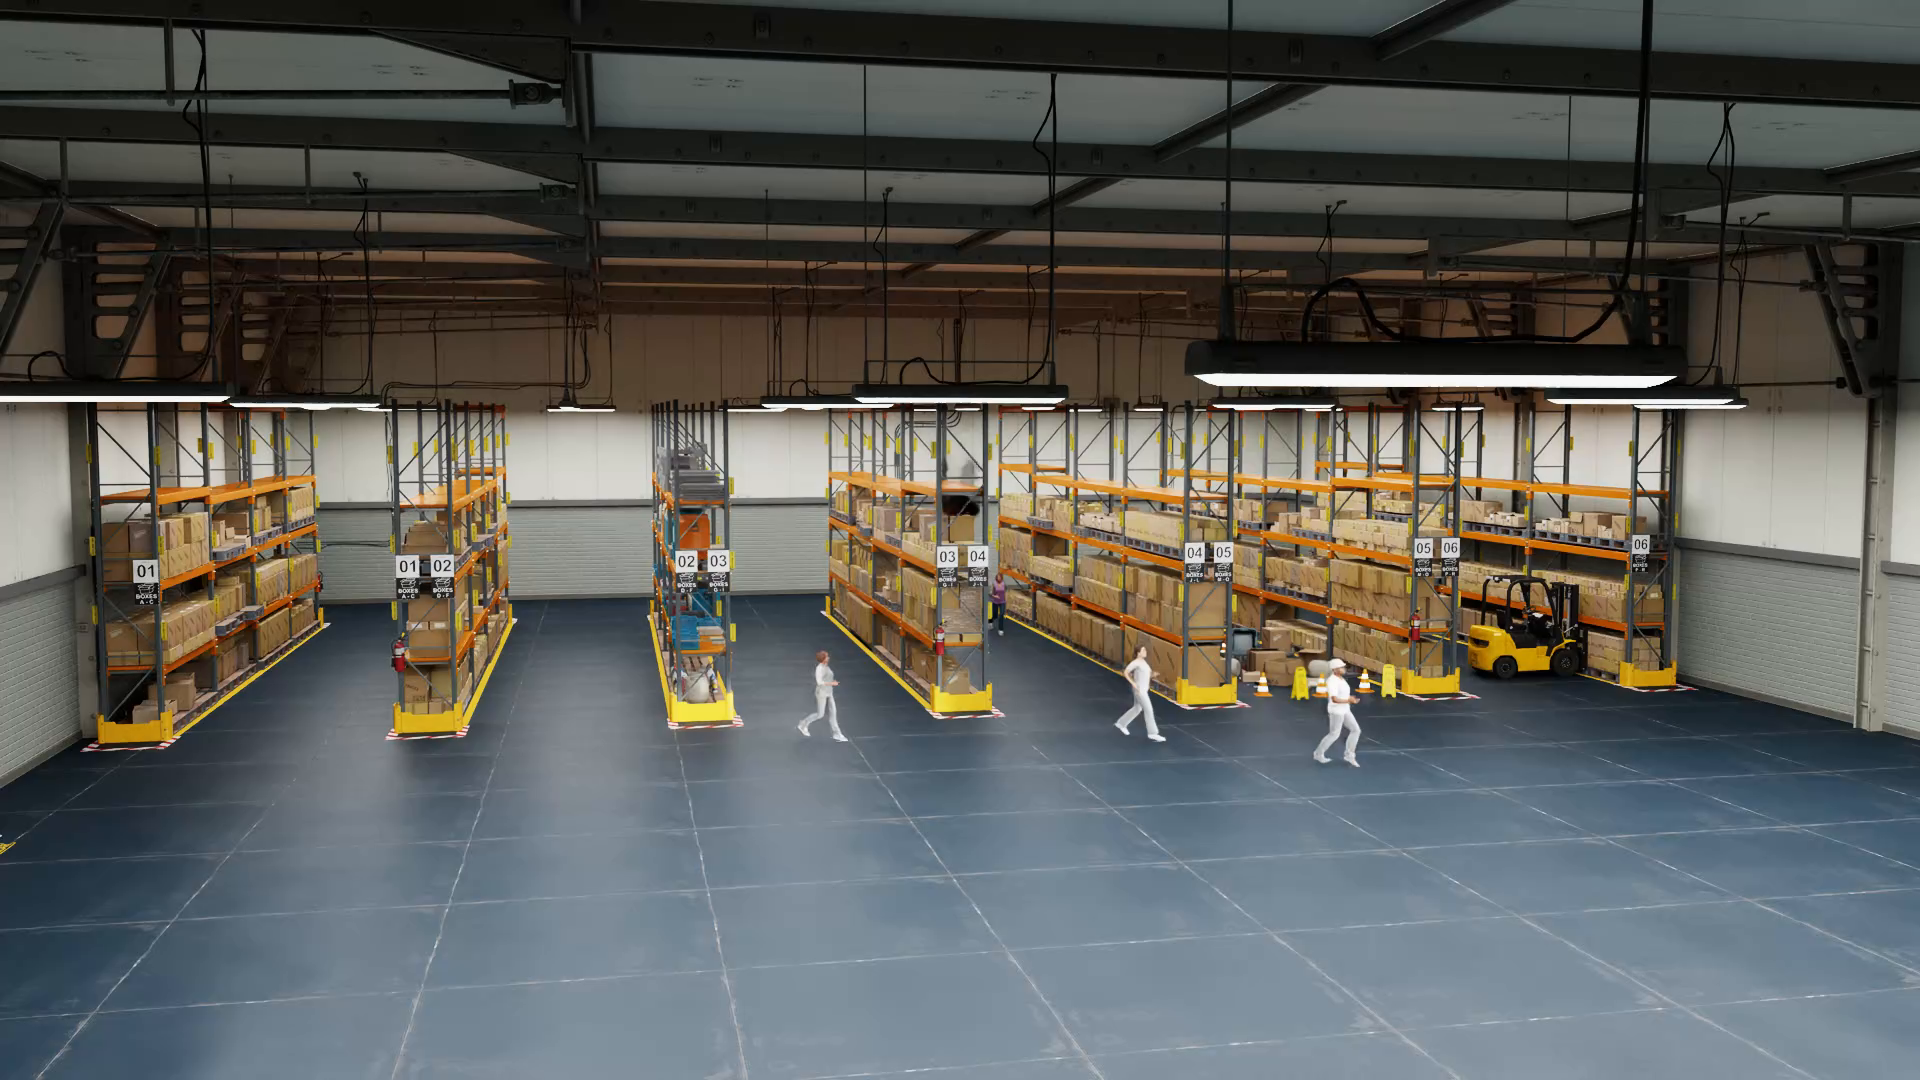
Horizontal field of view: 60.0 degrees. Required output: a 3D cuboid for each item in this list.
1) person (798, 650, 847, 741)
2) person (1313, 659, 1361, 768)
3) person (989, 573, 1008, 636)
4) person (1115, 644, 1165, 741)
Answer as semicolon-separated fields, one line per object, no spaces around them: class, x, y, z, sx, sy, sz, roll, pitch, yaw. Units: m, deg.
person;-2.401;2.716;29.063;0.896;1.591;0.542;1;4;15
person;6.160;2.823;27.083;0.757;1.802;0.707;2;5;29
person;1.007;1.706;43.426;0.550;1.512;0.860;-1;4;-11
person;3.163;2.670;29.210;0.956;1.649;0.559;2;5;23
